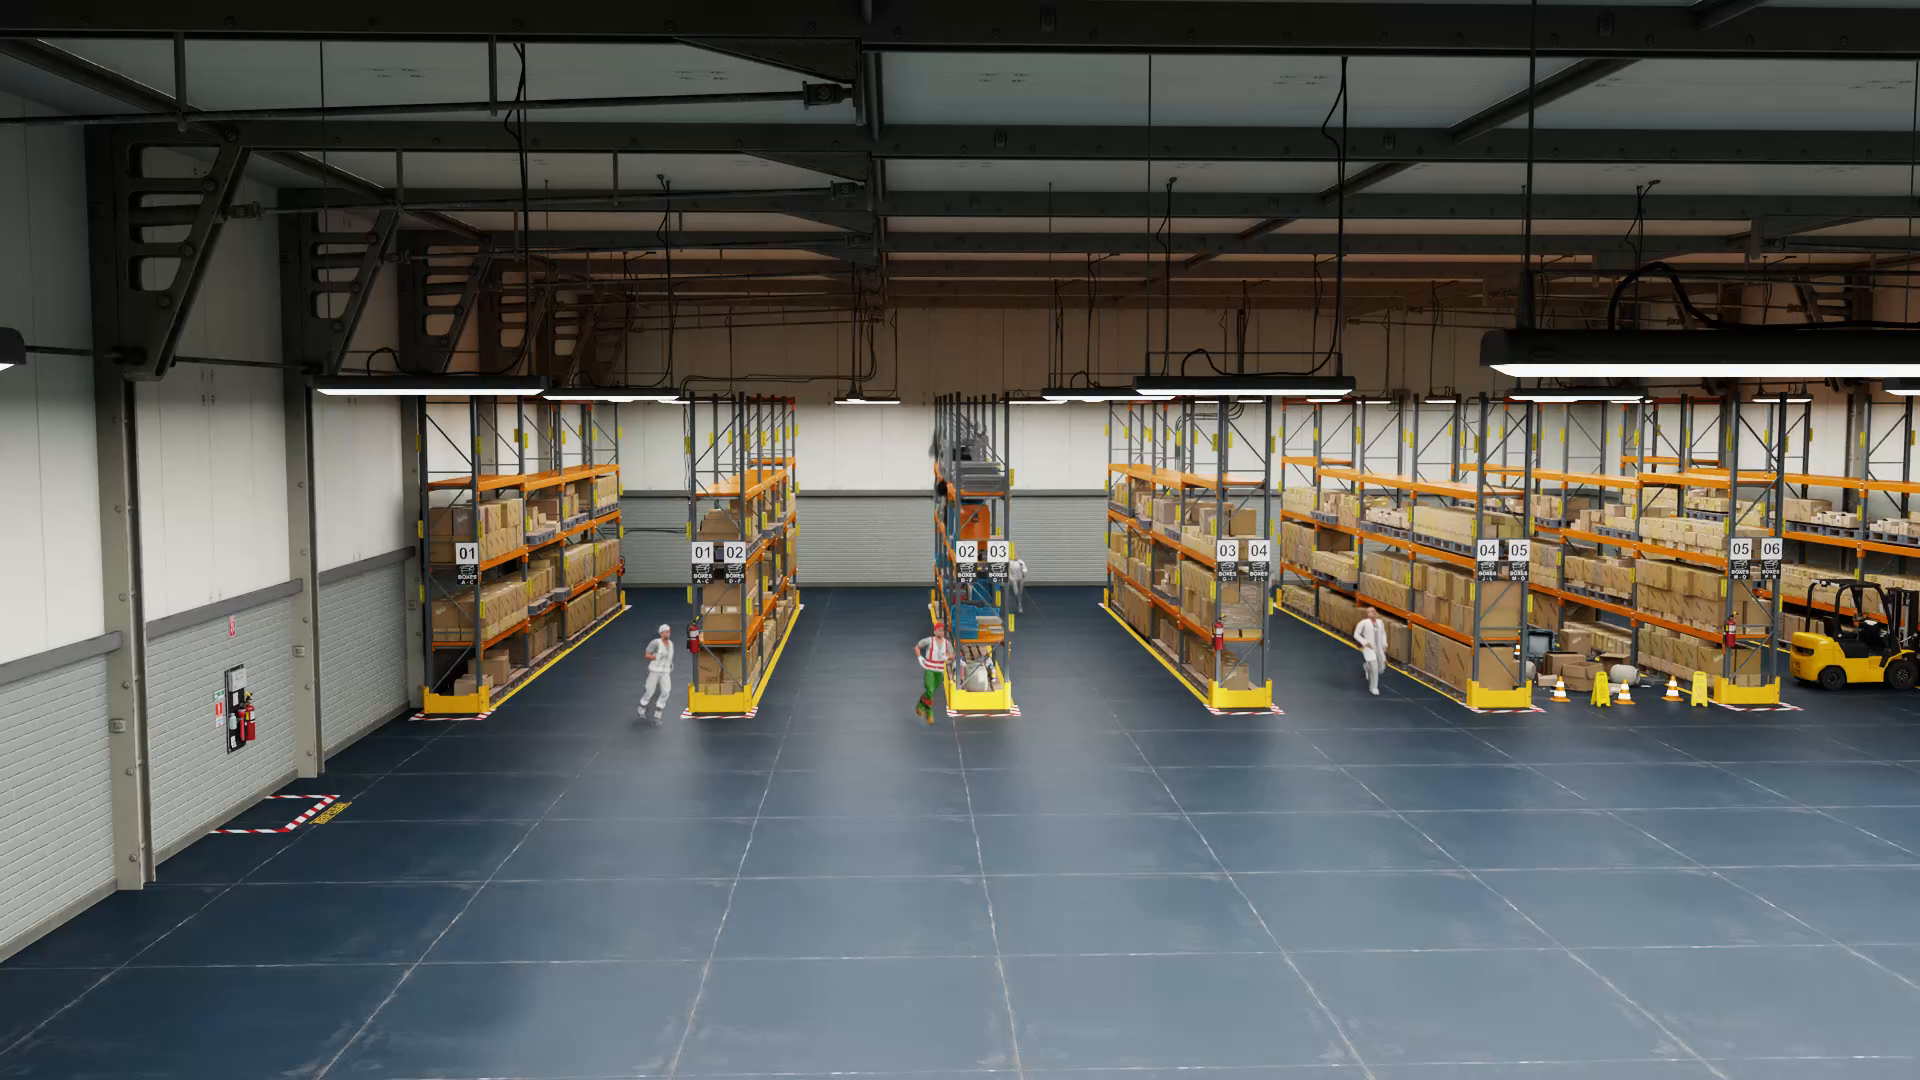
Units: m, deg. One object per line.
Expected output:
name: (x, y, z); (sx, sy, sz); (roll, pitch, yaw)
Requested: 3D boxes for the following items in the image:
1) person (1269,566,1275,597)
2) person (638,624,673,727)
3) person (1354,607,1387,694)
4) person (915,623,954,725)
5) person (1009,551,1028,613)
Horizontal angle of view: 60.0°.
person: (8.058, 1.305, 44.194); (0.662, 1.814, 0.891); (0, 5, 4)
person: (-5.424, 2.426, 30.153); (0.665, 1.797, 0.764); (-3, 6, -37)
person: (8.254, 2.199, 33.424); (0.730, 1.724, 0.716); (-2, 5, -22)
person: (-0.452, 2.411, 30.441); (0.674, 1.815, 0.856); (-2, 5, -27)
person: (1.589, 1.153, 46.564); (0.617, 1.736, 0.763); (-1, 5, -12)
